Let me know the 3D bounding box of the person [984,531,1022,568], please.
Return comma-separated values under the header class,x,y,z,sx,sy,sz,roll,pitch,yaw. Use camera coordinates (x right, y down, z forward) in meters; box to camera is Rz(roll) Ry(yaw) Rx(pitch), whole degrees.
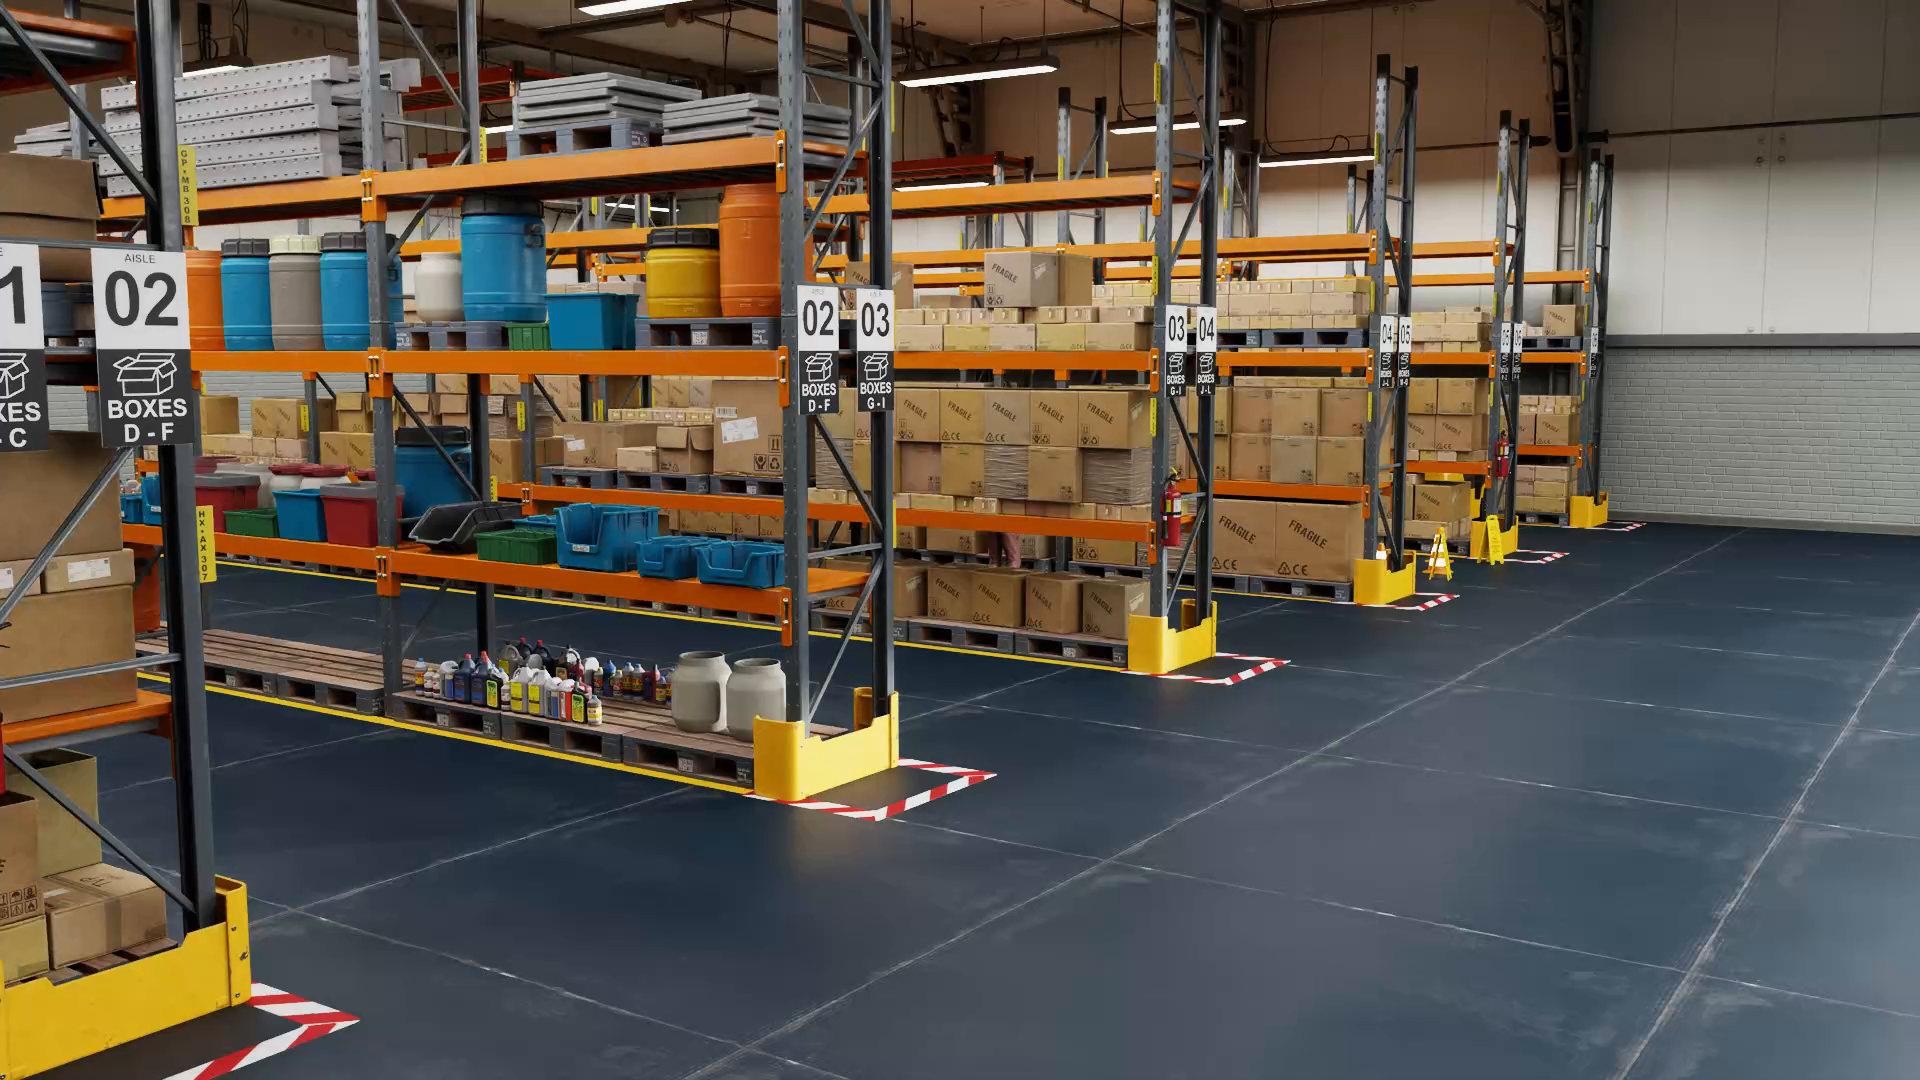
class,x,y,z,sx,sy,sz,roll,pitch,yaw
person,0.479,-0.126,18.594,0.496,1.672,0.360,4,8,33
